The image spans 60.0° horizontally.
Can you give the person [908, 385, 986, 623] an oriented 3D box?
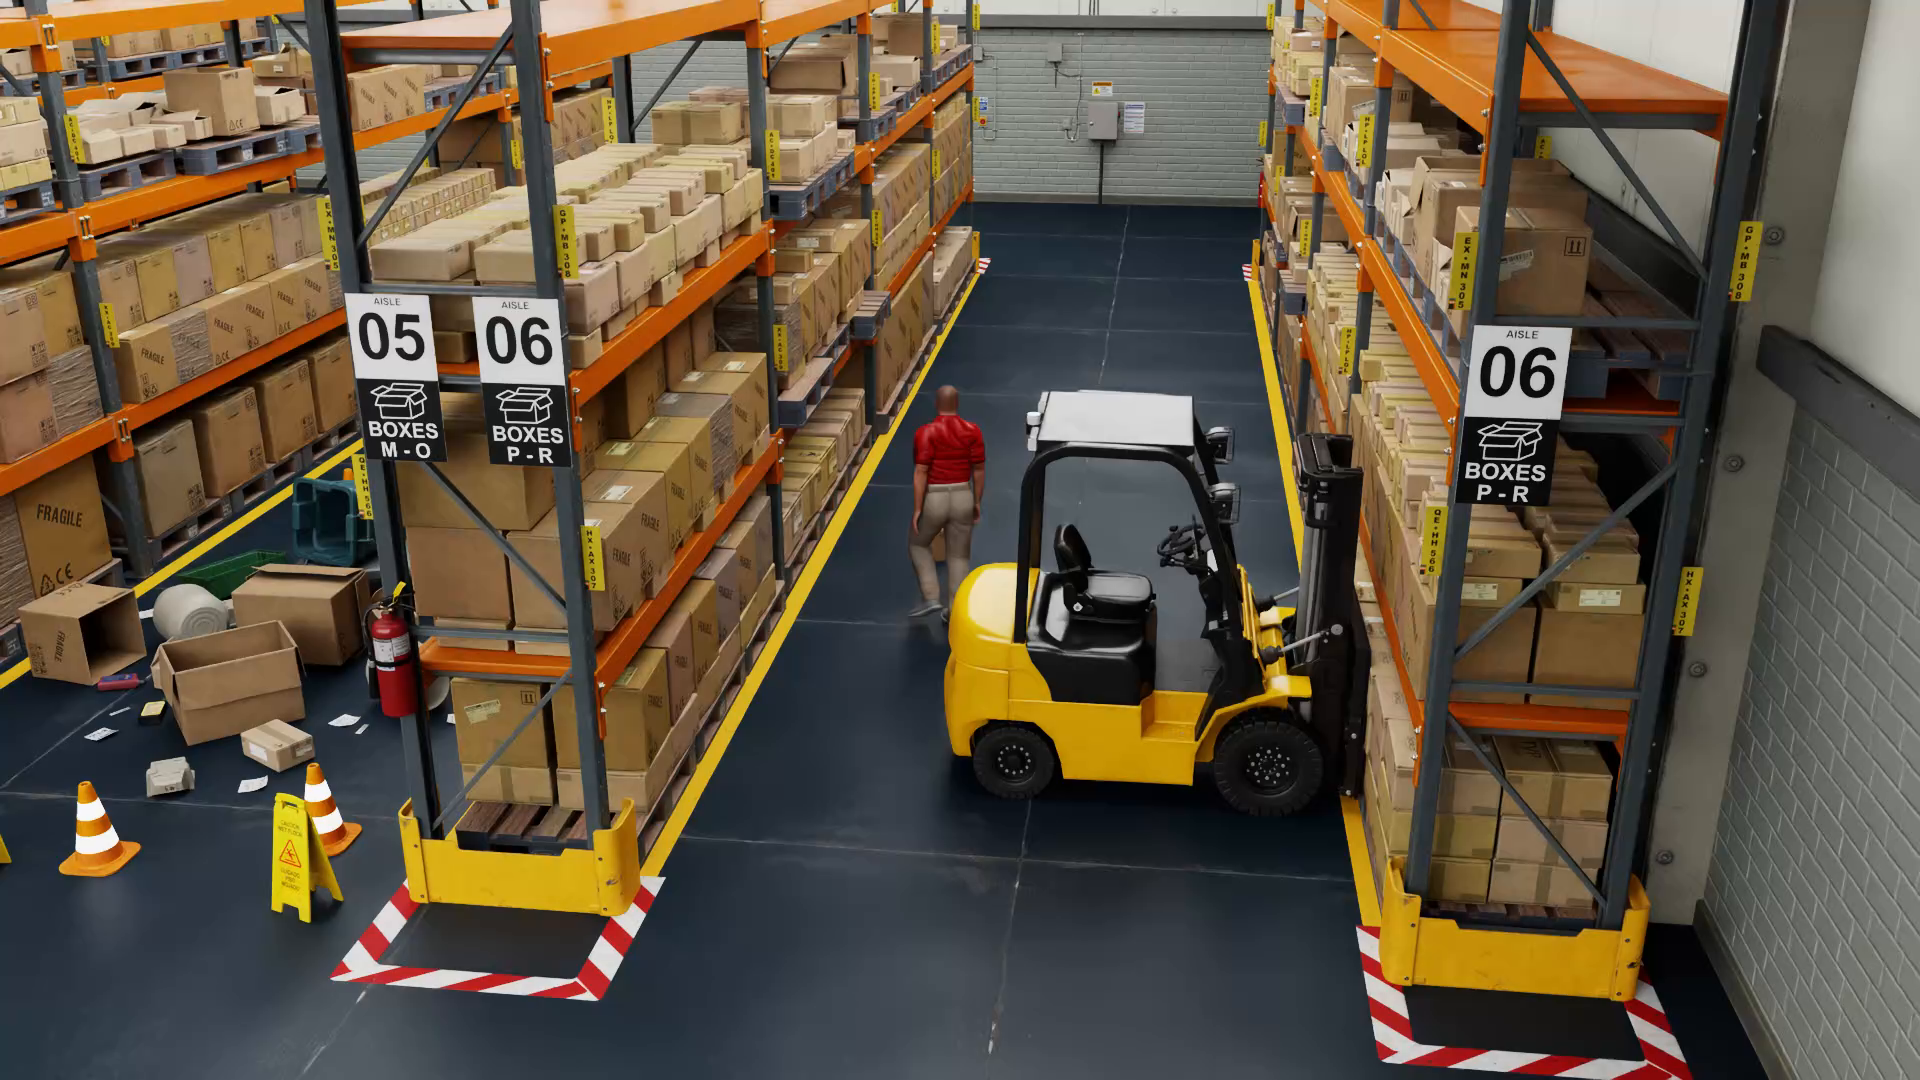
[{"bbox_3d":[-0.089,-0.232,11.676,0.571,1.717,0.516,-6,22,-16],"label":"person"}]
